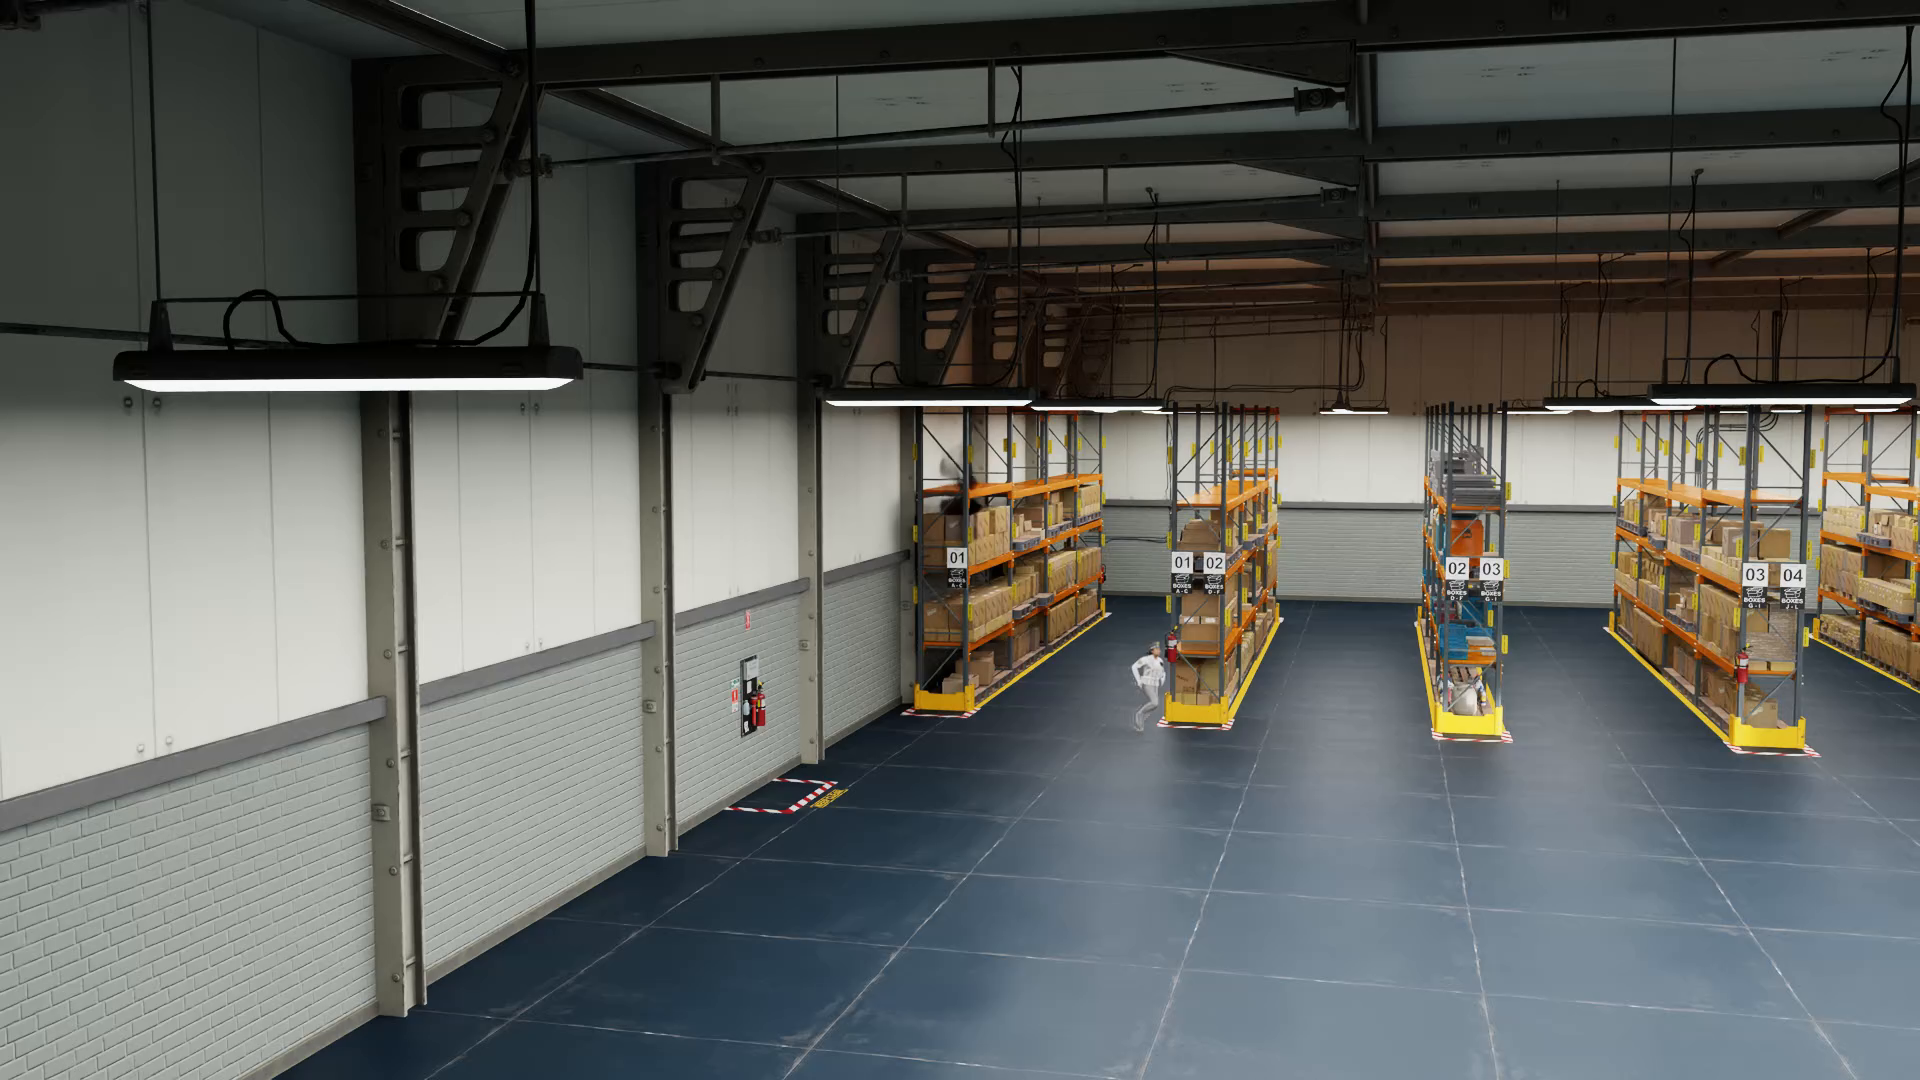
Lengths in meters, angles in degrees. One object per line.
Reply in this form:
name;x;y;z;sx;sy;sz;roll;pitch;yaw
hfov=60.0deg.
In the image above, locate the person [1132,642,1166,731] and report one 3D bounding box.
person;3.512;2.665;30.343;0.615;1.621;0.546;-3;5;-38
